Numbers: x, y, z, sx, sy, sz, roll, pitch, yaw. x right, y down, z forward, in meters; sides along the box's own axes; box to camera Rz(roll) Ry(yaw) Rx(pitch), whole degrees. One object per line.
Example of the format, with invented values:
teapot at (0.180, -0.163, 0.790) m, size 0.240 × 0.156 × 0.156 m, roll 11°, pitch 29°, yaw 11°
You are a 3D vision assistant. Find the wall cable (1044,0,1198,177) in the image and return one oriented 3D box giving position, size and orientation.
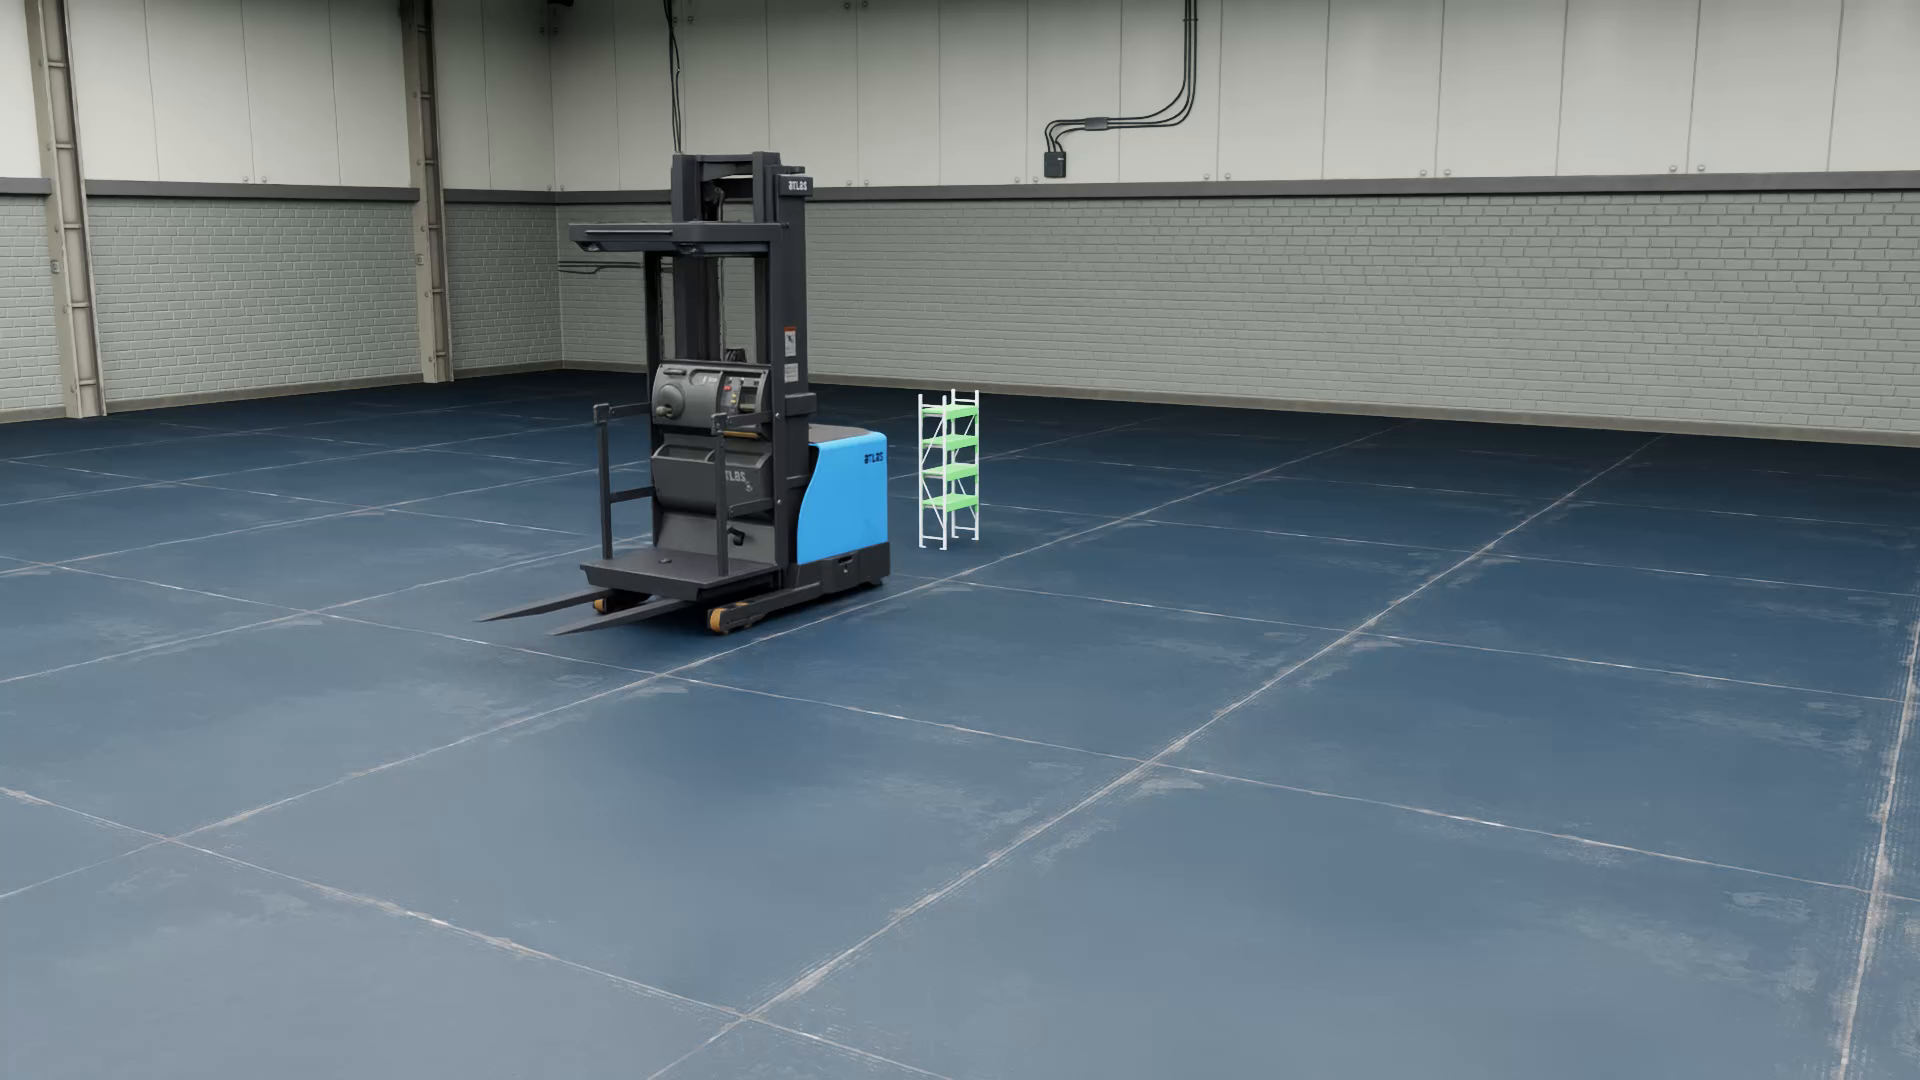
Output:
wall cable at (2.222, -8.117, 23.029) m, size 2.305 × 6.003 × 0.169 m, roll 6°, pitch 12°, yaw 31°

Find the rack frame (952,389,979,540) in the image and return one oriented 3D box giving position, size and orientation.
rack frame at (0.041, -0.602, 13.324) m, size 0.240 × 1.200 × 0.015 m, roll 6°, pitch 12°, yaw 31°

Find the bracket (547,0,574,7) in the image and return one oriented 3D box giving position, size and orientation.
bracket at (-6.794, -9.191, 28.227) m, size 0.235 × 0.232 × 0.430 m, roll 6°, pitch 12°, yaw 31°

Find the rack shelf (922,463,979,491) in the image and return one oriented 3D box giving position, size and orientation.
rack shelf at (-0.086, -0.501, 13.131) m, size 0.258 × 0.148 × 0.480 m, roll 6°, pitch 12°, yaw 31°

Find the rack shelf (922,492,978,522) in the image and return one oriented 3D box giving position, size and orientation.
rack shelf at (-0.086, -0.265, 13.175) m, size 0.258 × 0.148 × 0.480 m, roll 6°, pitch 12°, yaw 31°

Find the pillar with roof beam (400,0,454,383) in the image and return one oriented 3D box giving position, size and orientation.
pillar with roof beam at (-4.864, -6.607, 24.203) m, size 9.100 × 9.000 × 0.548 m, roll 6°, pitch 12°, yaw 31°

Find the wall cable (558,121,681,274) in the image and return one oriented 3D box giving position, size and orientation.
wall cable at (-5.884, -5.829, 28.486) m, size 3.097 × 2.526 × 0.112 m, roll 6°, pitch 12°, yaw 31°

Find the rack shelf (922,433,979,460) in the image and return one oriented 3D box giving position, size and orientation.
rack shelf at (-0.086, -0.737, 13.087) m, size 0.258 × 0.148 × 0.480 m, roll 6°, pitch 12°, yaw 31°

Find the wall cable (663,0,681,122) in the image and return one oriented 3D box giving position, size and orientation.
wall cable at (-3.571, -8.053, 26.641) m, size 3.097 × 2.526 × 0.112 m, roll 6°, pitch 12°, yaw 31°

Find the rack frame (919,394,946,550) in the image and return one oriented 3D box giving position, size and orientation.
rack frame at (-0.213, -0.525, 12.914) m, size 0.240 × 1.200 × 0.015 m, roll 6°, pitch 12°, yaw 31°

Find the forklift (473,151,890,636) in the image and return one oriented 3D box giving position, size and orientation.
forklift at (-1.724, -0.956, 10.511) m, size 1.130 × 2.935 × 3.031 m, roll 7°, pitch 13°, yaw 33°

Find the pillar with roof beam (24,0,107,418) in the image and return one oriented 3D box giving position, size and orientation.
pillar with roof beam at (-7.979, -5.663, 19.163) m, size 9.100 × 9.000 × 0.400 m, roll 6°, pitch 12°, yaw 31°

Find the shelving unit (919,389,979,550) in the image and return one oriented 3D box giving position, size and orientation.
shelving unit at (-0.086, -0.564, 13.119) m, size 0.258 × 1.200 × 0.503 m, roll 6°, pitch 12°, yaw 31°

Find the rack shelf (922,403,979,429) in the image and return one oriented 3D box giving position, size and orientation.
rack shelf at (-0.086, -0.973, 13.043) m, size 0.258 × 0.148 × 0.480 m, roll 6°, pitch 12°, yaw 31°
